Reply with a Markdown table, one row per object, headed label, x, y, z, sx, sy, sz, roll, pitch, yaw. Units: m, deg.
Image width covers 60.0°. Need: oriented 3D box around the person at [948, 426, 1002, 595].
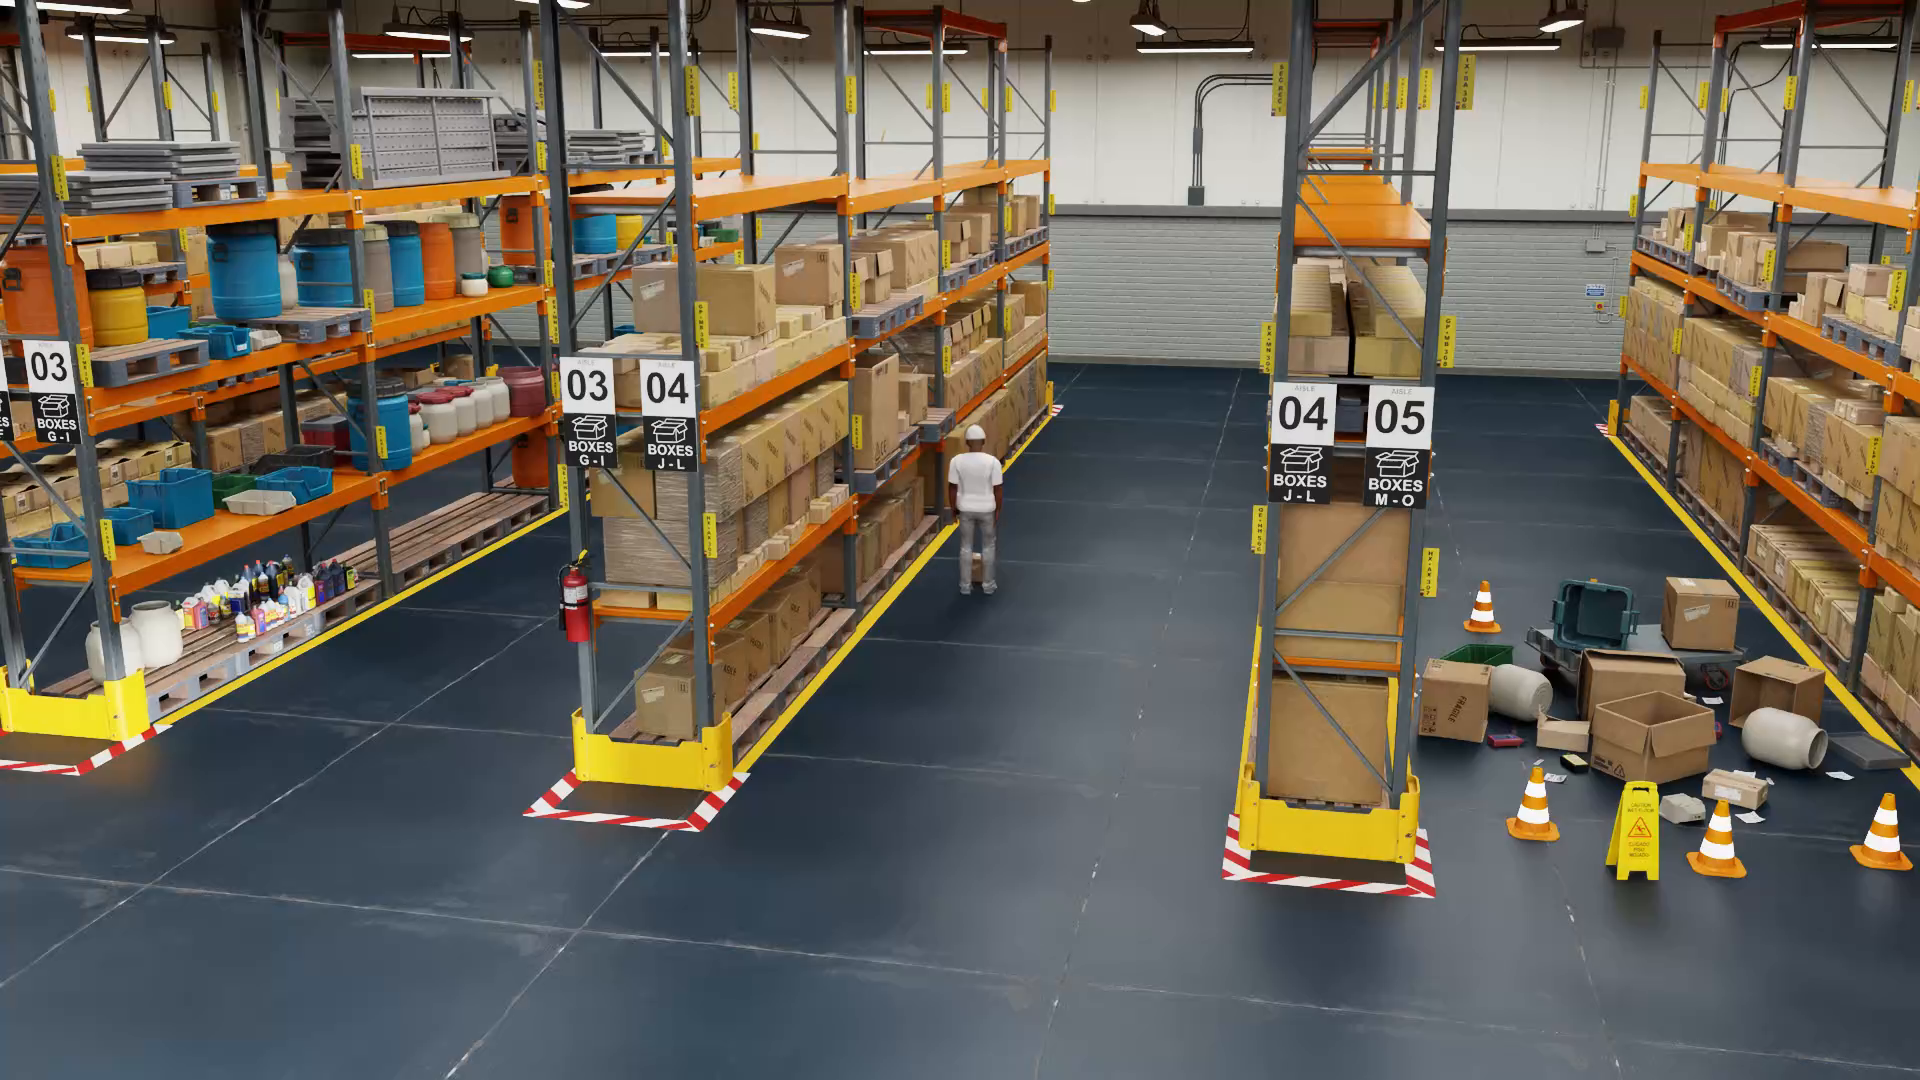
| label | x | y | z | sx | sy | sz | roll | pitch | yaw |
| --- | --- | --- | --- | --- | --- | --- | --- | --- | --- |
| person | 0.160 | -0.318 | 17.191 | 0.565 | 1.763 | 0.367 | 2 | 15 | 9 |
